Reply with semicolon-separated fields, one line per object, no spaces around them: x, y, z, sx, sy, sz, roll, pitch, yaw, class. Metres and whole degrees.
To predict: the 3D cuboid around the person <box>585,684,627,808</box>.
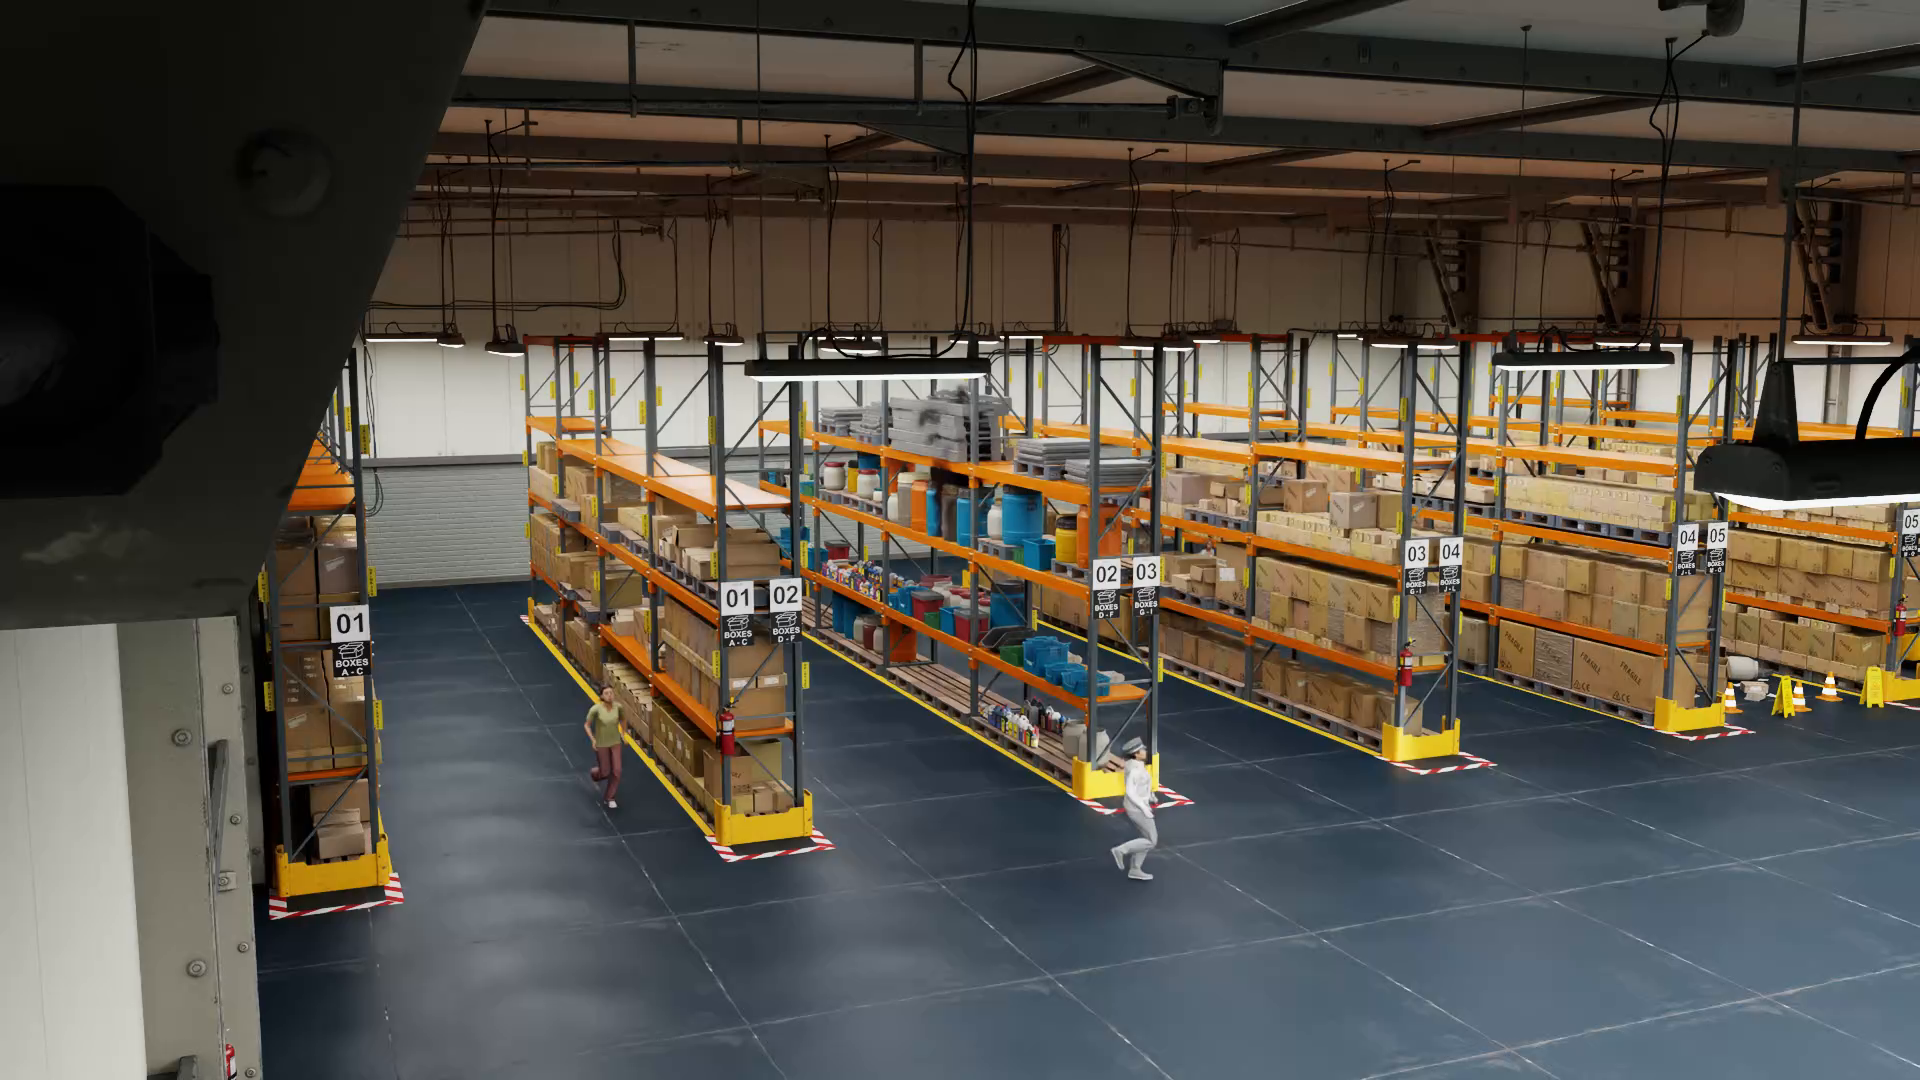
-4.632;2.655;21.736;0.552;1.621;0.622;-4;9;-29;person

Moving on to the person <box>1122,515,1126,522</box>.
3.617;0.214;39.761;0.858;1.653;0.612;0;8;0;person

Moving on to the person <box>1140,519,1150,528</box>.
4.472;0.014;41.454;0.860;1.634;0.701;-4;9;-27;person

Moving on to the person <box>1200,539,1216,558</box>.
5.376;0.781;35.926;0.552;1.590;0.658;-3;8;-20;person

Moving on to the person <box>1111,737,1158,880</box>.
1.976;3.033;18.790;0.554;1.656;0.617;0;8;-2;person
